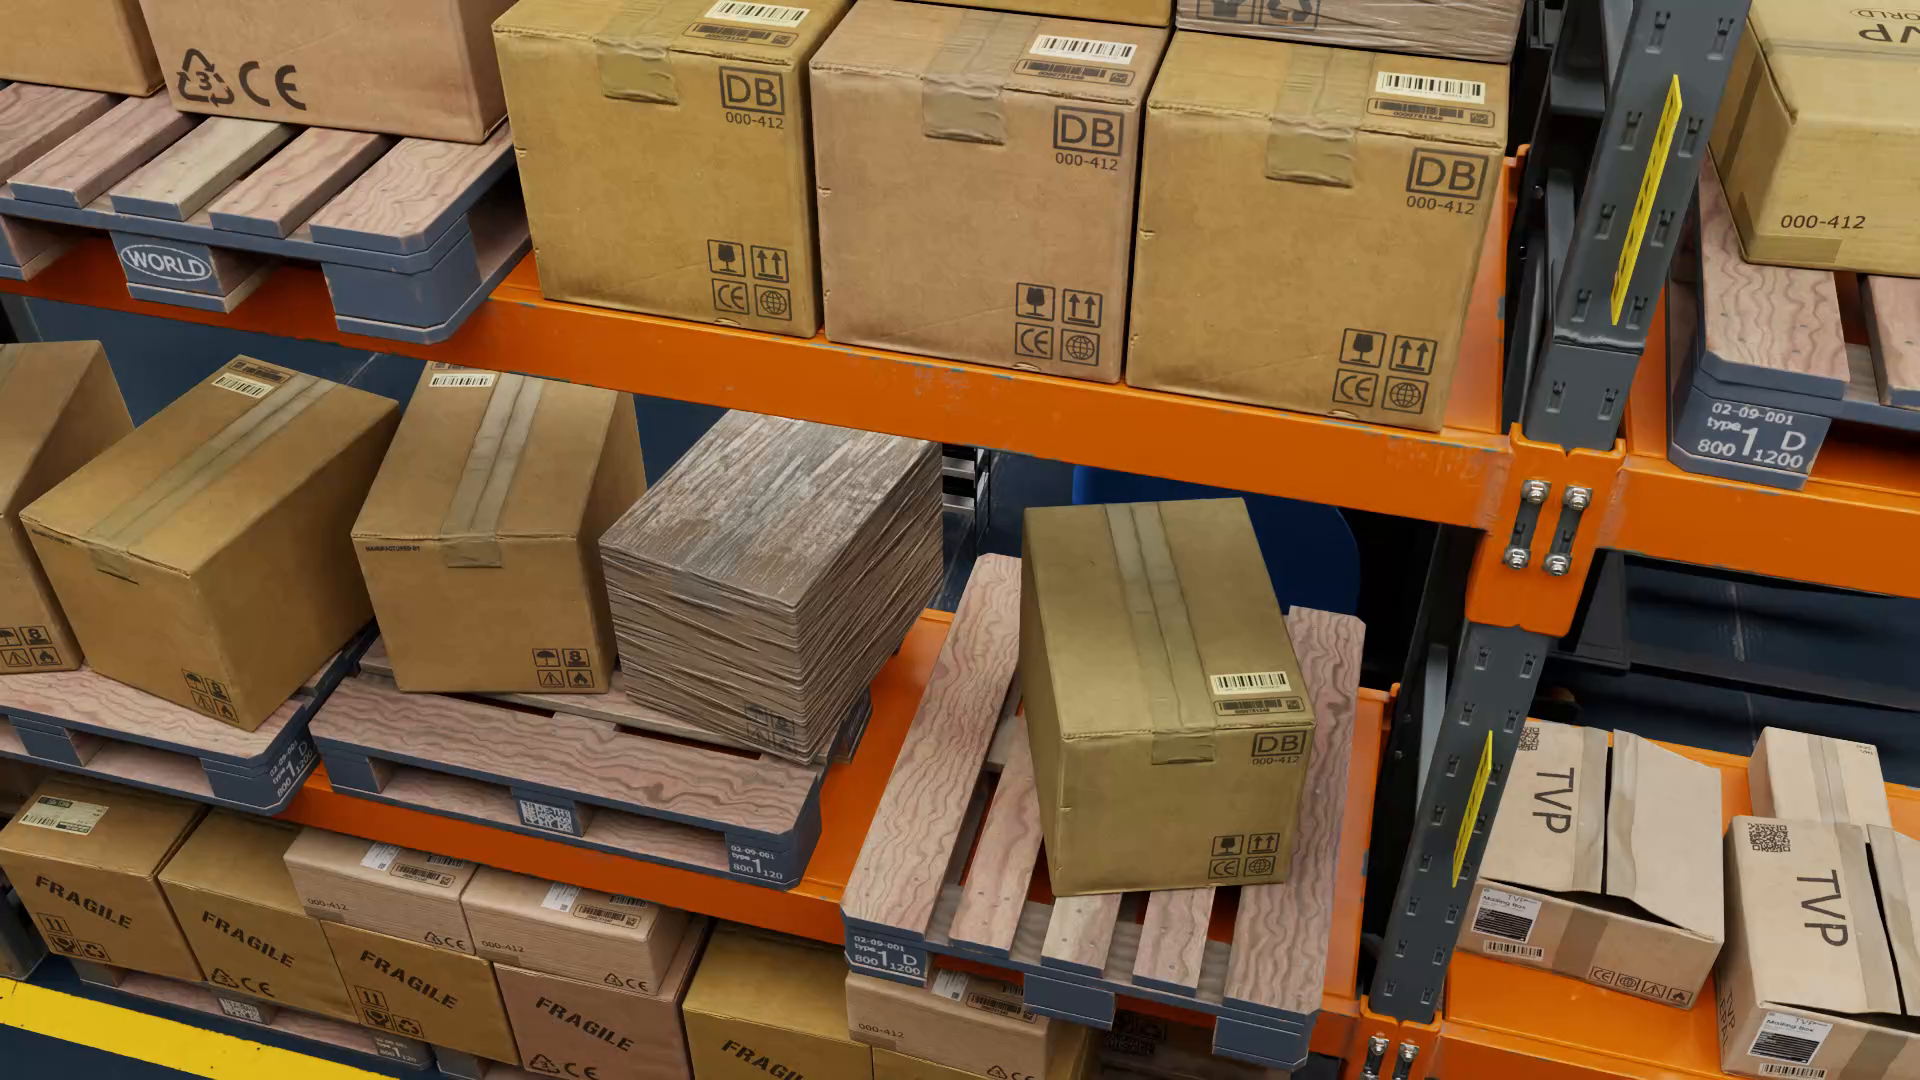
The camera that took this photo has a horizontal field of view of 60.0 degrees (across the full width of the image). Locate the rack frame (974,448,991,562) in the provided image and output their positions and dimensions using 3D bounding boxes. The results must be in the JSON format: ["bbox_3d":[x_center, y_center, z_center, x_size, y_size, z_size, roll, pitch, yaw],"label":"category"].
[{"bbox_3d":[0.090,-0.329,6.442,0.006,0.900,0.240,10,41,11],"label":"rack frame"}]

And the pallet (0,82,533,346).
[{"bbox_3d":[-1.195,-0.858,3.253,1.003,0.211,1.213,10,41,11],"label":"pallet"}]

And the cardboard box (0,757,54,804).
[{"bbox_3d":[-3.159,0.553,5.507,0.500,0.311,0.500,10,41,11],"label":"cardboard box"}]

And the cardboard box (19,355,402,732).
[{"bbox_3d":[-1.729,-0.010,4.025,0.500,0.500,0.700,16,43,18],"label":"cardboard box"}]

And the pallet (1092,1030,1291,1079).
[{"bbox_3d":[0.343,1.481,4.822,1.213,0.211,1.003,10,41,11],"label":"pallet"}]

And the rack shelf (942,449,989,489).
[{"bbox_3d":[-0.008,-0.320,6.484,0.200,0.077,0.258,10,41,11],"label":"rack shelf"}]

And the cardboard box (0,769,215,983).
[{"bbox_3d":[-2.406,0.917,4.928,0.500,0.500,0.500,8,41,9],"label":"cardboard box"}]

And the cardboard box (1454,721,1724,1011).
[{"bbox_3d":[1.394,0.683,3.674,0.500,0.311,0.500,12,42,14],"label":"cardboard box"}]

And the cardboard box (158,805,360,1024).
[{"bbox_3d":[-1.887,0.999,4.830,0.500,0.500,0.500,10,41,12],"label":"cardboard box"}]

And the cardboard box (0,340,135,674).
[{"bbox_3d":[-2.410,-0.085,4.115,0.500,0.500,0.700,-3,40,-3],"label":"cardboard box"}]

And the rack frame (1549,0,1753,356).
[{"bbox_3d":[1.054,-1.736,1.820,0.127,3.000,1.000,10,41,11],"label":"rack frame"}]

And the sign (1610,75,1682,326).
[{"bbox_3d":[0.912,-0.449,2.217,0.005,0.325,0.100,10,41,11],"label":"sign"}]

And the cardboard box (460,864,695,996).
[{"bbox_3d":[-0.955,0.879,4.390,0.500,0.250,0.500,9,41,11],"label":"cardboard box"}]

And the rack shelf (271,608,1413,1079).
[{"bbox_3d":[-0.878,0.504,4.377,4.000,0.370,1.077,10,41,11],"label":"rack shelf"}]

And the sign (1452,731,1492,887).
[{"bbox_3d":[0.923,0.487,2.999,0.005,0.325,0.100,10,41,11],"label":"sign"}]

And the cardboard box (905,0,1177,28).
[{"bbox_3d":[0.142,-1.170,2.623,0.500,0.500,0.500,10,41,11],"label":"cardboard box"}]

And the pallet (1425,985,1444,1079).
[{"bbox_3d":[1.839,1.790,4.454,1.213,0.211,1.003,10,41,11],"label":"pallet"}]

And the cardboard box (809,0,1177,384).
[{"bbox_3d":[0.131,-0.762,2.915,0.500,0.500,0.910,10,41,11],"label":"cardboard box"}]

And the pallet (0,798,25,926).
[{"bbox_3d":[-3.473,0.849,5.575,1.213,0.211,1.003,10,41,11],"label":"pallet"}]

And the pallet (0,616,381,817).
[{"bbox_3d":[-2.066,0.170,4.364,1.213,0.211,1.003,10,41,11],"label":"pallet"}]

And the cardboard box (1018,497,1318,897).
[{"bbox_3d":[0.417,0.327,3.623,0.500,0.500,0.700,-3,40,-3],"label":"cardboard box"}]

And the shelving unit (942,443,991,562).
[{"bbox_3d":[-0.008,-0.346,6.462,0.210,0.900,0.258,10,41,11],"label":"shelving unit"}]

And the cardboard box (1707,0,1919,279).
[{"bbox_3d":[1.507,-0.650,2.650,0.500,0.250,0.500,7,41,8],"label":"cardboard box"}]

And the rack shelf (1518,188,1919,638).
[{"bbox_3d":[2.986,0.021,2.620,4.000,0.370,1.077,10,41,11],"label":"rack shelf"}]

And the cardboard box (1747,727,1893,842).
[{"bbox_3d":[1.994,0.635,3.856,0.250,0.149,0.380,10,41,11],"label":"cardboard box"}]

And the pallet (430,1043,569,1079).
[{"bbox_3d":[-0.832,1.277,5.065,1.213,0.211,1.003,10,41,11],"label":"pallet"}]

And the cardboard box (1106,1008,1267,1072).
[{"bbox_3d":[0.688,1.097,4.713,0.500,0.500,0.500,11,41,13],"label":"cardboard box"}]

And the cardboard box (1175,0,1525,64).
[{"bbox_3d":[0.634,-1.085,2.522,0.500,0.500,0.500,10,41,11],"label":"cardboard box"}]

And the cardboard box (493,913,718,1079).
[{"bbox_3d":[-0.918,1.171,4.625,0.500,0.500,0.500,8,41,10],"label":"cardboard box"}]

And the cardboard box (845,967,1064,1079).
[{"bbox_3d":[0.035,1.046,4.190,0.500,0.250,0.500,11,41,13],"label":"cardboard box"}]

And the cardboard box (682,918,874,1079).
[{"bbox_3d":[-0.410,1.254,4.526,0.500,0.500,0.500,8,41,10],"label":"cardboard box"}]

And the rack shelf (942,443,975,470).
[{"bbox_3d":[-0.008,-0.389,6.426,0.200,0.077,0.258,10,41,11],"label":"rack shelf"}]

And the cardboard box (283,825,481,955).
[{"bbox_3d":[-1.440,0.796,4.488,0.500,0.250,0.500,10,41,12],"label":"cardboard box"}]

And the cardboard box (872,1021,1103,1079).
[{"bbox_3d":[0.090,1.340,4.423,0.500,0.500,0.500,11,41,13],"label":"cardboard box"}]

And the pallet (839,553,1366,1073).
[{"bbox_3d":[0.381,0.566,3.893,1.003,0.211,1.213,10,41,11],"label":"pallet"}]

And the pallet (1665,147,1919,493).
[{"bbox_3d":[1.733,-0.458,2.777,1.003,0.211,1.213,12,41,13],"label":"pallet"}]

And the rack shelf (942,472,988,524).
[{"bbox_3d":[-0.008,-0.183,6.599,0.200,0.077,0.258,10,41,11],"label":"rack shelf"}]

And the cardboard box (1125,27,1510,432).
[{"bbox_3d":[0.624,-0.677,2.814,0.500,0.500,0.910,10,41,11],"label":"cardboard box"}]

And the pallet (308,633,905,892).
[{"bbox_3d":[-0.826,0.314,4.193,1.213,0.211,1.003,10,41,11],"label":"pallet"}]

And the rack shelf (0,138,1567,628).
[{"bbox_3d":[-0.878,-0.644,3.412,4.000,0.370,1.077,10,41,11],"label":"rack shelf"}]

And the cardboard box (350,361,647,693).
[{"bbox_3d":[-1.087,-0.047,4.070,0.500,0.500,0.700,0,40,0],"label":"cardboard box"}]

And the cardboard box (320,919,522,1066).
[{"bbox_3d":[-1.407,1.086,4.726,0.500,0.500,0.500,10,41,12],"label":"cardboard box"}]

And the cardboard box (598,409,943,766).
[{"bbox_3d":[-0.417,0.057,3.946,0.500,0.500,0.700,17,43,20],"label":"cardboard box"}]

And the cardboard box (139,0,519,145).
[{"bbox_3d":[-1.053,-1.140,2.961,0.600,0.600,0.600,8,41,10],"label":"cardboard box"}]

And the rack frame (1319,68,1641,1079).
[{"bbox_3d":[1.054,0.561,3.749,0.127,3.000,1.000,10,41,11],"label":"rack frame"}]

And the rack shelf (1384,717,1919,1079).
[{"bbox_3d":[2.986,1.169,3.585,4.000,0.370,1.077,10,41,11],"label":"rack shelf"}]

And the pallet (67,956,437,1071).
[{"bbox_3d":[-2.014,1.076,5.305,1.213,0.211,1.003,10,41,11],"label":"pallet"}]

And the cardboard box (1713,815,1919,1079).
[{"bbox_3d":[1.868,0.864,3.458,0.500,0.311,0.500,9,41,11],"label":"cardboard box"}]

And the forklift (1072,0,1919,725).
[{"bbox_3d":[1.964,-0.822,5.449,3.031,2.935,1.130,10,41,11],"label":"forklift"}]

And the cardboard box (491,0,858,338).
[{"bbox_3d":[-0.371,-0.849,3.018,0.500,0.500,0.910,10,41,11],"label":"cardboard box"}]

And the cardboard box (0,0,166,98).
[{"bbox_3d":[-1.691,-1.263,3.107,0.600,0.600,0.600,9,41,11],"label":"cardboard box"}]

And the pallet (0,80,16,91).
[{"bbox_3d":[-2.198,-1.028,3.456,1.003,0.211,1.213,10,41,11],"label":"pallet"}]

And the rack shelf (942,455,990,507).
[{"bbox_3d":[-0.008,-0.252,6.542,0.200,0.077,0.258,10,41,11],"label":"rack shelf"}]

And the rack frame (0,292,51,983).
[{"bbox_3d":[-2.810,-0.104,4.541,0.127,3.000,1.000,10,41,11],"label":"rack frame"}]
